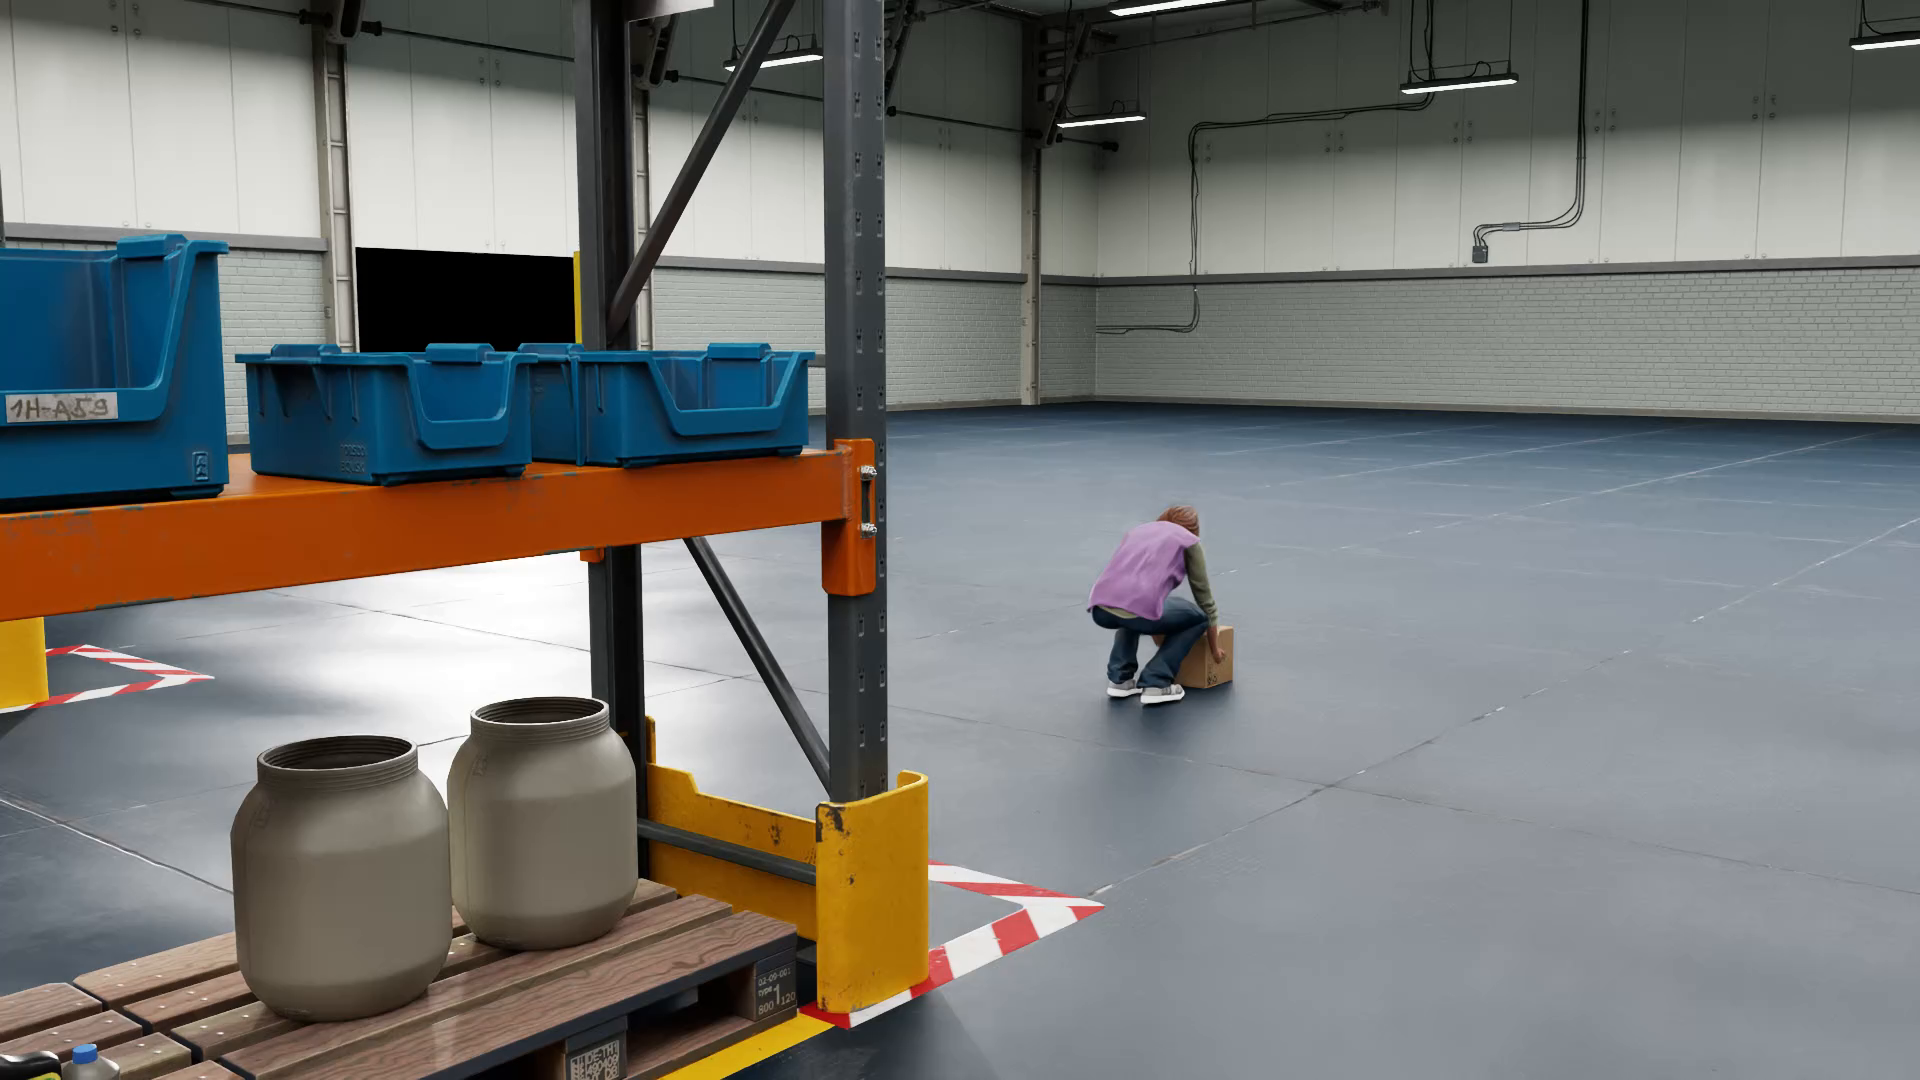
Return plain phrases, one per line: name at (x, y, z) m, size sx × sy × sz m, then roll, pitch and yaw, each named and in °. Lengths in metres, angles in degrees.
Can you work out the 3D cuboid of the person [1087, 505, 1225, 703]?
person at (0.851, 0.281, 7.317) m, size 0.441 × 0.814 × 0.806 m, roll 5°, pitch 9°, yaw 38°
